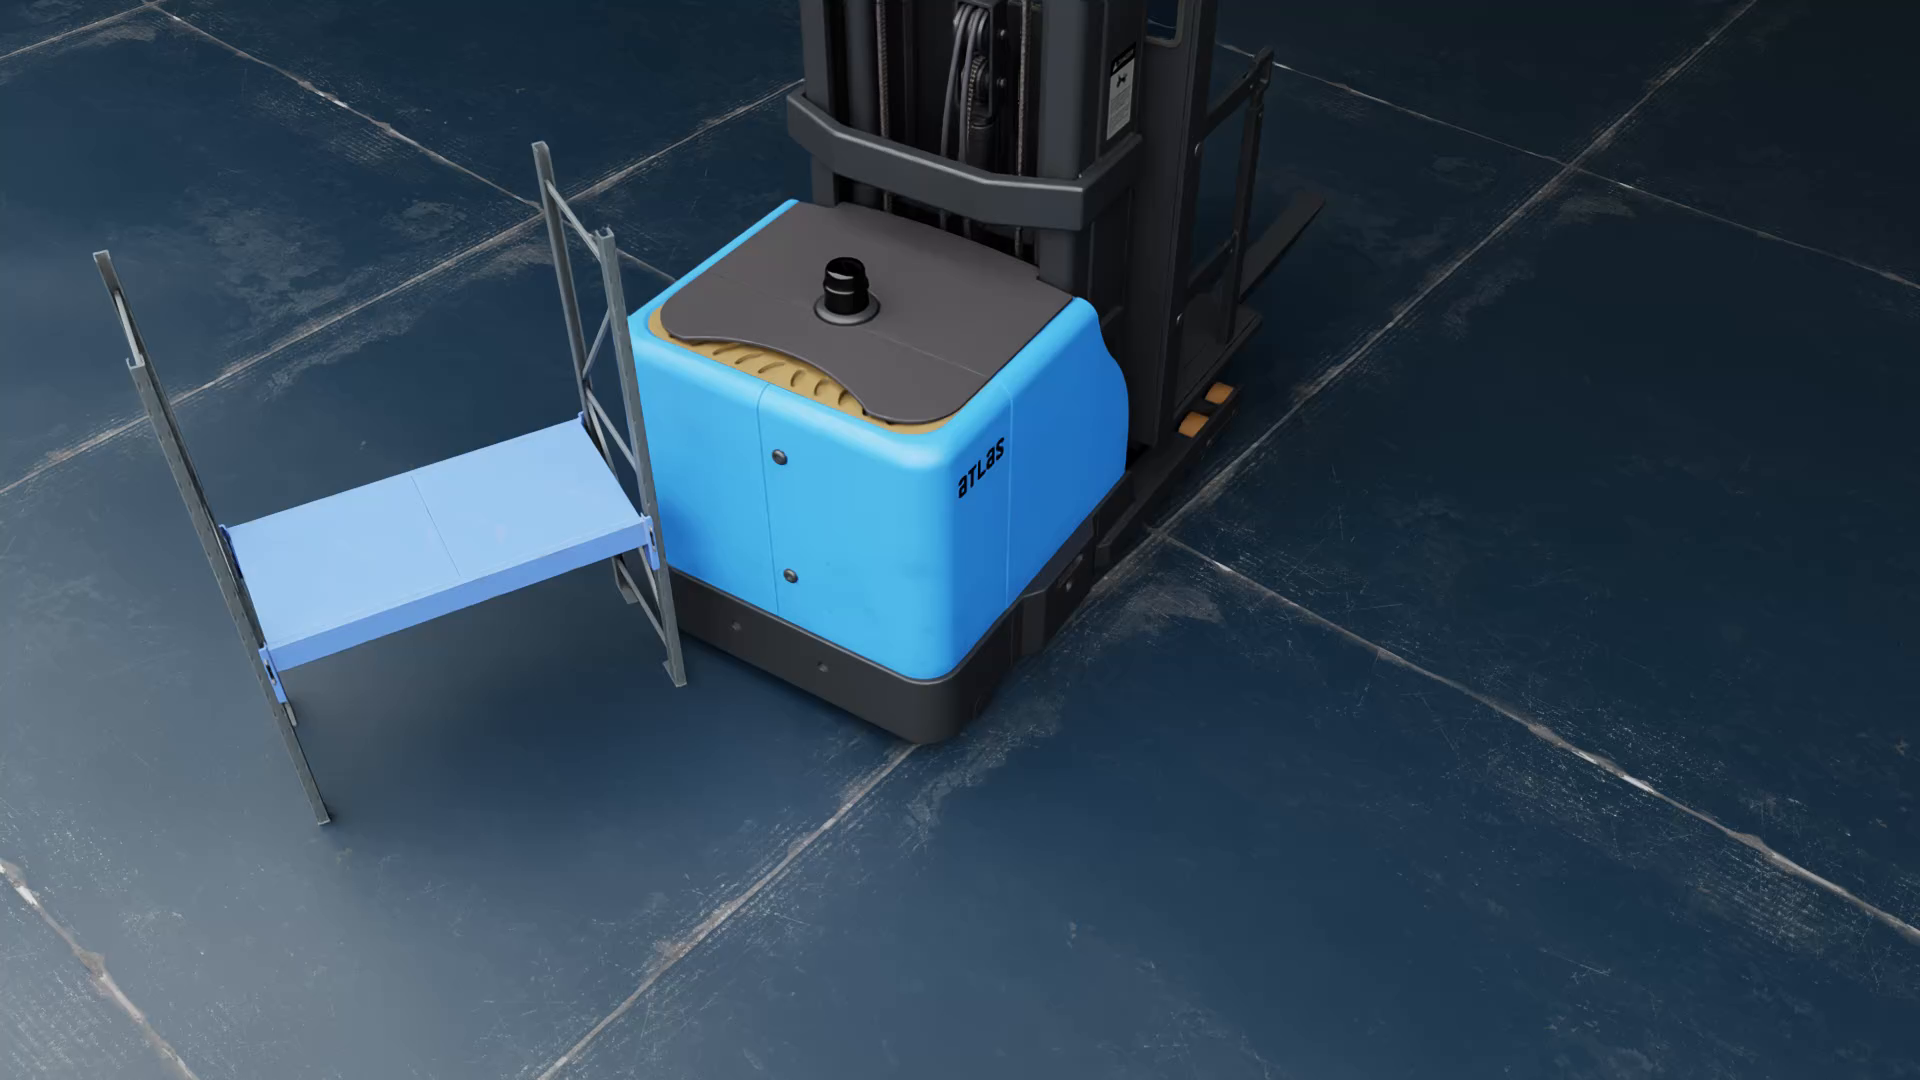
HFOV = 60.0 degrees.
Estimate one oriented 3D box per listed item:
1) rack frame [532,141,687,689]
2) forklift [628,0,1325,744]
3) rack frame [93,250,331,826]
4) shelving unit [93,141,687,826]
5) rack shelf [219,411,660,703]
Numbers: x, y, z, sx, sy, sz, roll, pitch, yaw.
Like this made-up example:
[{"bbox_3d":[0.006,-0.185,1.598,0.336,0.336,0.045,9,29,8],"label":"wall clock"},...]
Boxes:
[{"bbox_3d":[-0.921,-0.279,4.442,0.032,1.500,0.500,-21,46,-21],"label":"rack frame"},{"bbox_3d":[0.307,-1.497,4.718,1.130,2.935,3.031,23,47,23],"label":"forklift"},{"bbox_3d":[-1.809,0.054,4.076,0.032,1.500,0.500,-21,46,-21],"label":"rack frame"},{"bbox_3d":[-1.365,-0.113,4.259,1.048,1.500,0.538,-21,46,-21],"label":"shelving unit"},{"bbox_3d":[-1.365,0.020,4.380,1.000,0.185,0.538,-21,46,-21],"label":"rack shelf"}]
